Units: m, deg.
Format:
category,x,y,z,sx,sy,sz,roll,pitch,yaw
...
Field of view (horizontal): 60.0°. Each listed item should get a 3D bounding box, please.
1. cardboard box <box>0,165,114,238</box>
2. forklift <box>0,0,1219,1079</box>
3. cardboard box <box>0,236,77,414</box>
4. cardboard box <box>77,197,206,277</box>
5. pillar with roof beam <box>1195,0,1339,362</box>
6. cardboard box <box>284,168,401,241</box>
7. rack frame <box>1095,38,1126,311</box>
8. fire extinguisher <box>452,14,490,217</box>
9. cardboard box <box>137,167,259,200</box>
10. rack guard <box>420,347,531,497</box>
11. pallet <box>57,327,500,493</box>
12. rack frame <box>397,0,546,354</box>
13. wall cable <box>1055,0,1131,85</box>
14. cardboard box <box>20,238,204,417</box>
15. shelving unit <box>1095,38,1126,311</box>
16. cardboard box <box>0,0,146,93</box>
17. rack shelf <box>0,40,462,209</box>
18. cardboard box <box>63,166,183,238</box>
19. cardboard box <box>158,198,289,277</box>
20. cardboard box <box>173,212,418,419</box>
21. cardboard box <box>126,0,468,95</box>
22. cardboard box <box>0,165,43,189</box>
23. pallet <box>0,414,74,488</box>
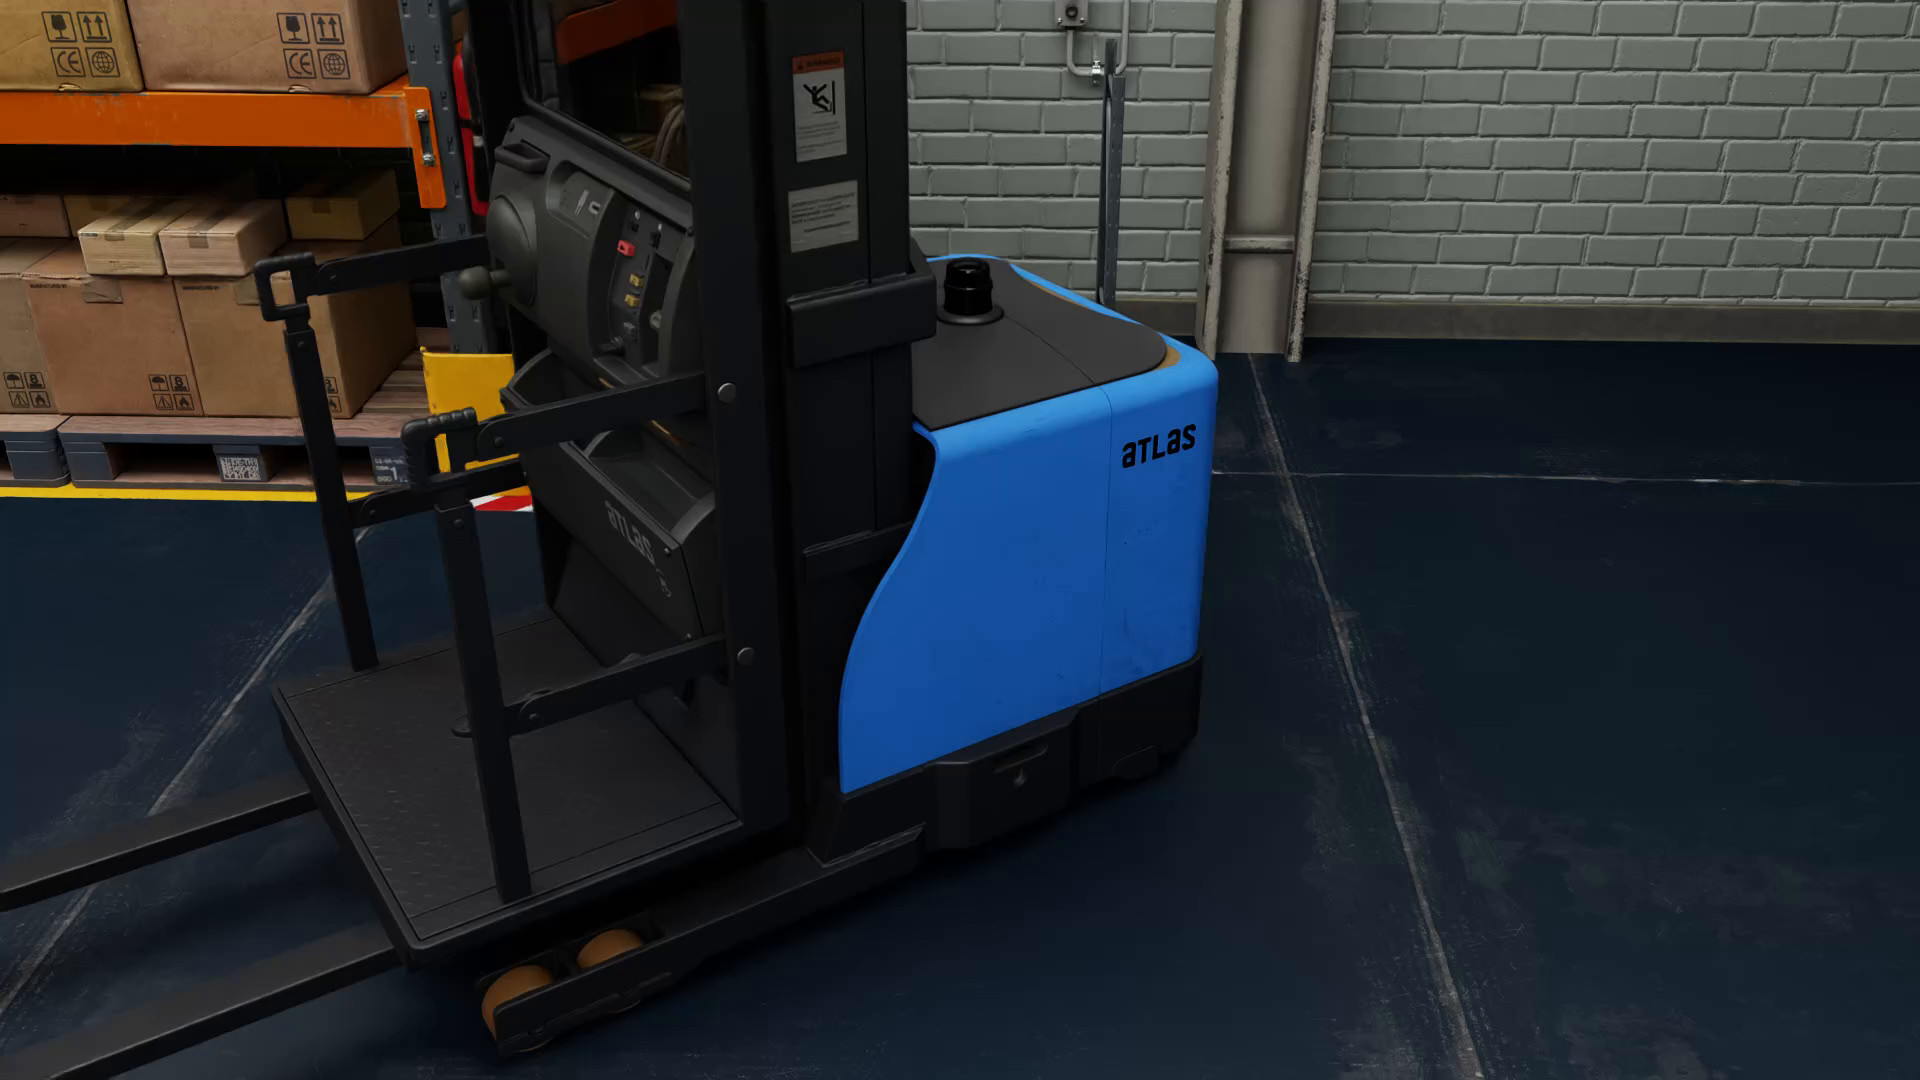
category,x,y,z,sx,sy,sz,roll,pitch,yaw
cardboard box,-3.152,-1.186,5.812,0.250,0.149,0.380,1,28,3
forklift,-0.909,-0.556,3.170,3.031,2.935,1.130,-17,33,-29
cardboard box,-3.276,-0.808,5.791,0.500,0.500,0.700,0,28,0
cardboard box,-2.663,-0.999,5.459,0.250,0.149,0.380,2,28,3
pillar with roof beam,1.007,-2.741,0.813,0.400,9.000,9.100,1,28,2
cardboard box,-2.141,-1.169,5.781,0.250,0.149,0.380,1,28,2
rack frame,0.423,-0.656,4.886,0.032,1.500,0.500,1,28,2
fire extinguisher,-1.435,-1.328,5.033,0.183,0.674,0.296,1,28,2
cardboard box,-2.647,-1.177,5.796,0.250,0.149,0.380,1,28,2
rack guard,-1.546,-0.641,5.925,0.348,0.500,1.175,1,28,2
pallet,-2.372,-0.490,5.949,1.213,0.211,1.003,1,28,2
rack frame,-1.570,-1.745,5.340,0.127,3.000,1.000,1,28,2
wall cable,-0.257,-2.616,5.897,1.851,1.984,0.084,1,28,2
cardboard box,-2.773,-0.800,5.776,0.500,0.500,0.700,1,28,2
shelving unit,-0.085,-0.664,4.901,1.048,1.500,0.538,1,28,2
cardboard box,-2.807,-1.889,5.290,0.700,0.700,0.980,1,28,1
rack shelf,-3.569,-1.461,5.571,4.000,0.370,1.077,1,28,2
cardboard box,-2.897,-1.182,5.805,0.250,0.149,0.380,1,28,2
cardboard box,-2.408,-0.995,5.452,0.250,0.149,0.380,1,28,1
cardboard box,-2.273,-0.791,5.761,0.500,0.500,0.700,1,28,2
cardboard box,-2.080,-1.882,5.277,0.700,0.700,0.980,2,28,4
cardboard box,-3.408,-1.190,5.819,0.250,0.149,0.380,1,28,2
pallet,-3.588,-0.511,5.989,1.213,0.211,1.003,1,28,2
